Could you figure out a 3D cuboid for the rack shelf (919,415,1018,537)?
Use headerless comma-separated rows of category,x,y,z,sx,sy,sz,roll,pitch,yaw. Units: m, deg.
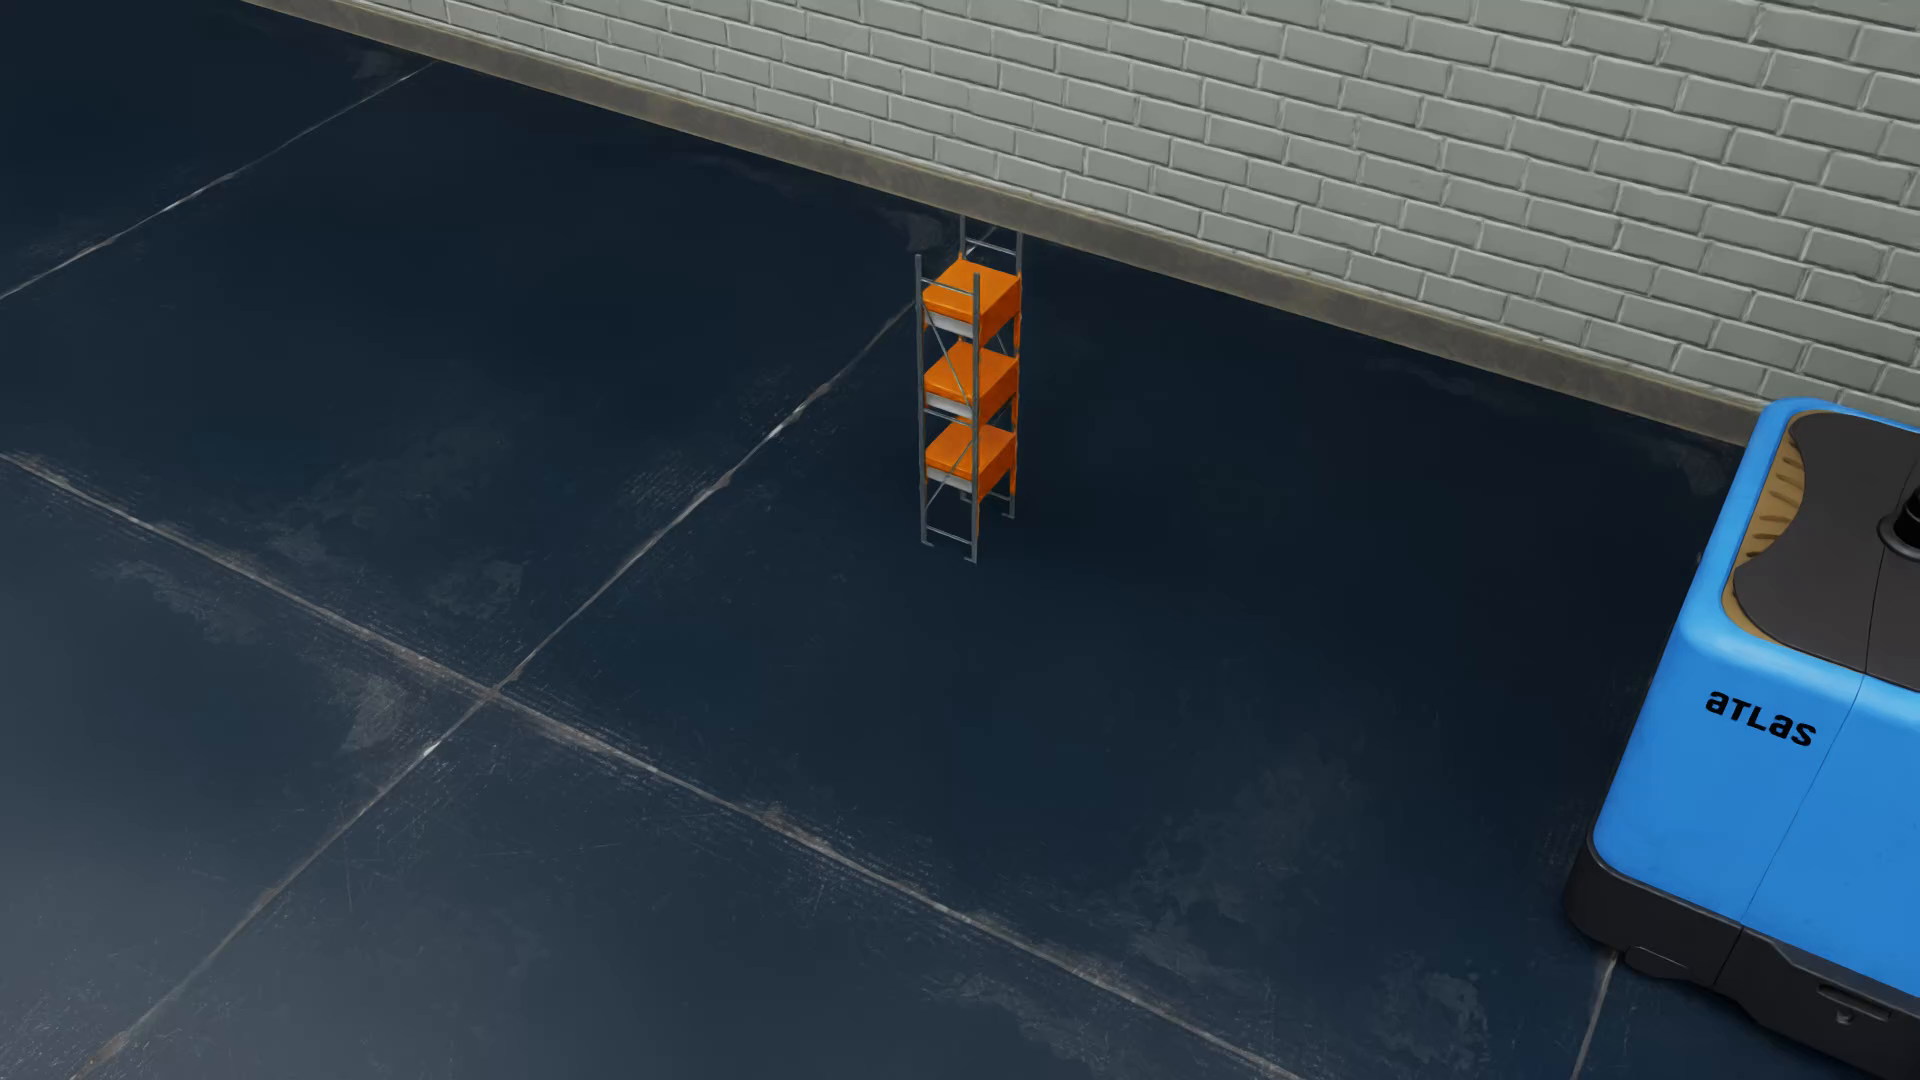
rack shelf,0.027,-0.208,5.128,0.215,0.259,0.240,21,45,22

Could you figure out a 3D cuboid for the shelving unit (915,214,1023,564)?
shelving unit,0.027,-0.425,4.938,0.215,1.050,0.252,21,45,22

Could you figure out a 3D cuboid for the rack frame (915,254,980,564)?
rack frame,-0.034,-0.355,4.859,0.200,1.050,0.008,21,45,22

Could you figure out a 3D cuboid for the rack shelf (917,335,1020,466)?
rack shelf,0.027,-0.417,4.945,0.215,0.259,0.240,21,45,22

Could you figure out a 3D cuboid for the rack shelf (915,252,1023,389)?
rack shelf,0.027,-0.630,4.757,0.215,0.259,0.240,21,45,22

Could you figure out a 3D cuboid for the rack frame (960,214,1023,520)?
rack frame,0.088,-0.494,5.017,0.200,1.050,0.008,21,45,22

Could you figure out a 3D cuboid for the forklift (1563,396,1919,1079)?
forklift,3.019,0.111,2.906,3.031,2.935,1.130,22,46,23
